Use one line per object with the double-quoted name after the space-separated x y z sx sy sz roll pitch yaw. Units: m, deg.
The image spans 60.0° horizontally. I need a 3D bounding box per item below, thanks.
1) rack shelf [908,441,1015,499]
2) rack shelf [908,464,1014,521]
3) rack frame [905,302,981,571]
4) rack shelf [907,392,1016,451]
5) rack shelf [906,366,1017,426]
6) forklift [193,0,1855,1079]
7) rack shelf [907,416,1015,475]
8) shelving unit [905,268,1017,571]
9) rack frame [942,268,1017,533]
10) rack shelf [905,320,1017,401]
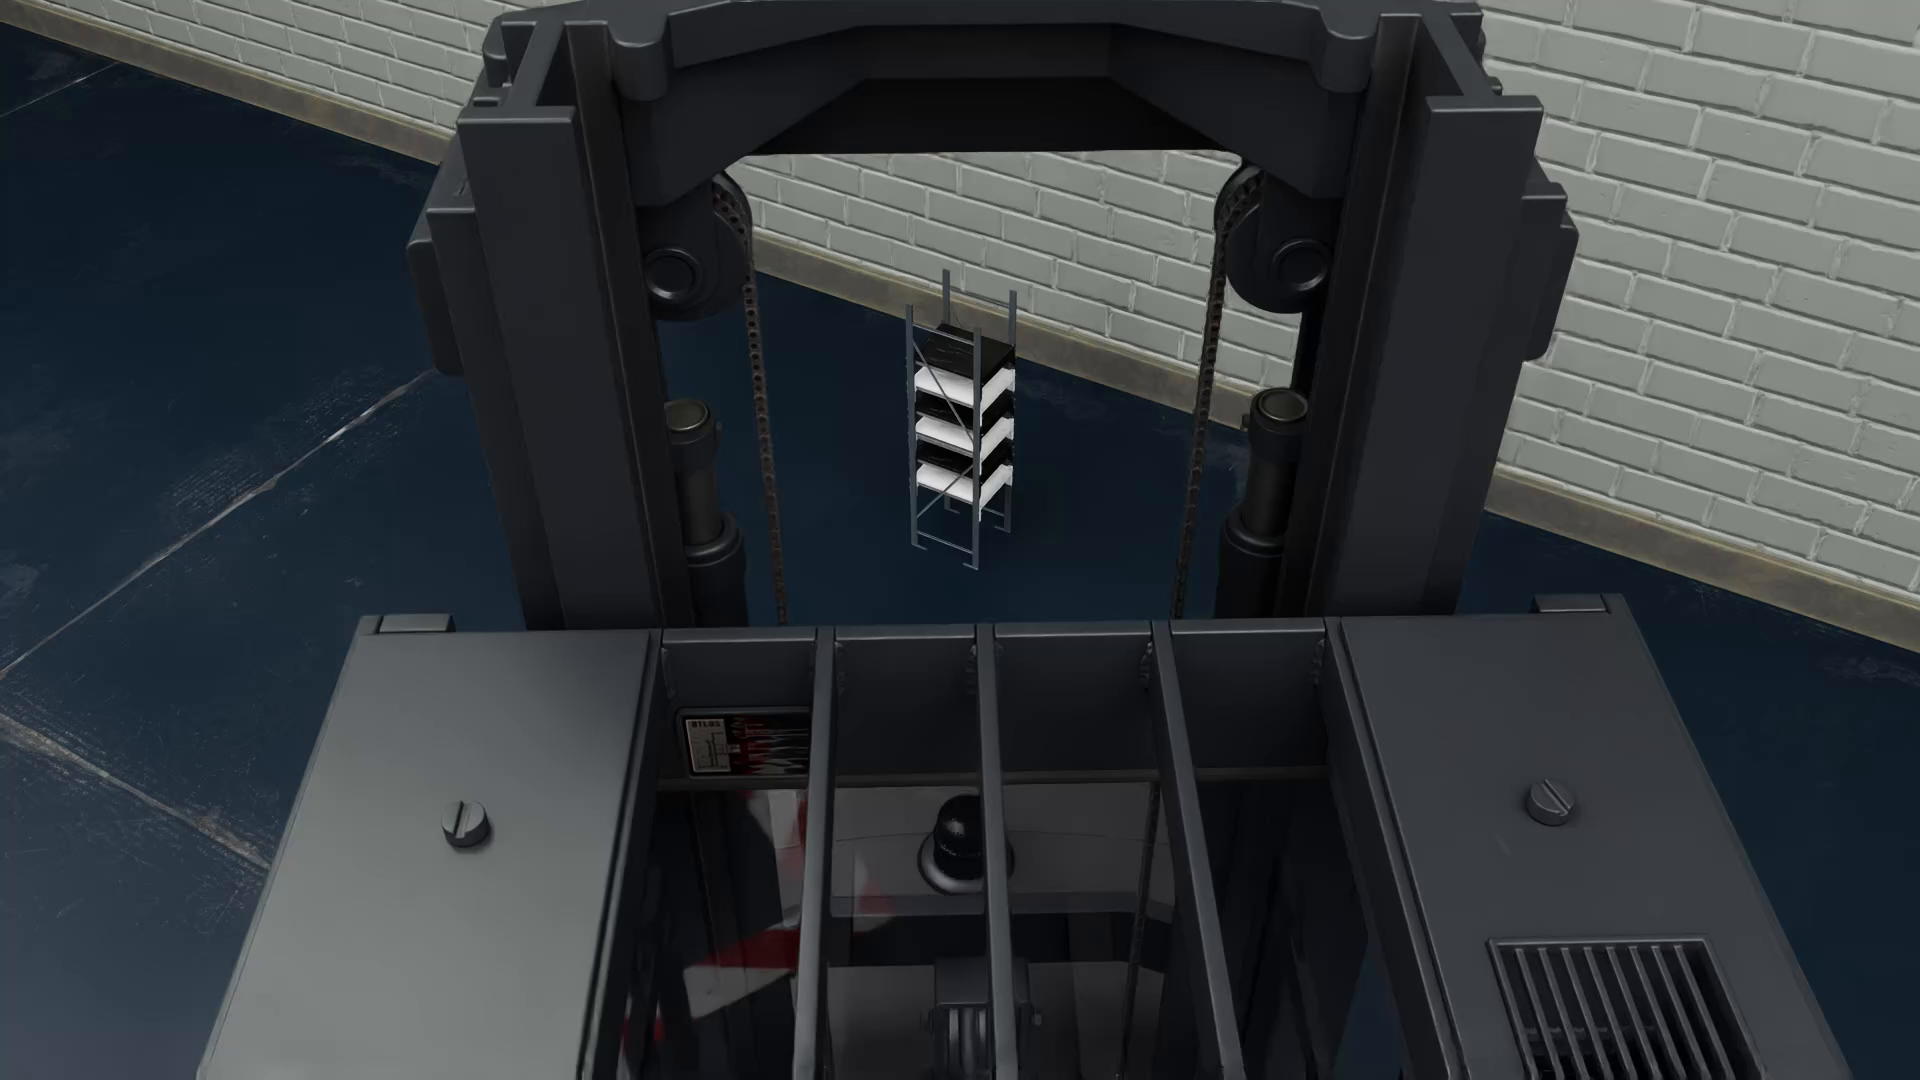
0.004 -0.250 5.039 0.258 0.077 0.200 21 45 22 "rack shelf"
0.004 -0.182 5.099 0.258 0.077 0.200 21 45 22 "rack shelf"
-0.047 -0.284 4.892 0.240 0.900 0.006 21 45 22 "rack frame"
0.004 -0.385 4.920 0.258 0.077 0.200 21 45 22 "rack shelf"
0.004 -0.452 4.861 0.258 0.077 0.200 21 45 22 "rack shelf"
0.039 1.027 1.866 1.130 2.935 3.031 -1 41 -1 "forklift"
0.004 -0.317 4.980 0.258 0.077 0.200 21 45 22 "rack shelf"
0.004 -0.342 4.958 0.258 0.900 0.210 21 45 22 "shelving unit"
0.055 -0.401 5.024 0.240 0.900 0.006 21 45 22 "rack frame"
0.004 -0.520 4.801 0.258 0.077 0.200 21 45 22 "rack shelf"
